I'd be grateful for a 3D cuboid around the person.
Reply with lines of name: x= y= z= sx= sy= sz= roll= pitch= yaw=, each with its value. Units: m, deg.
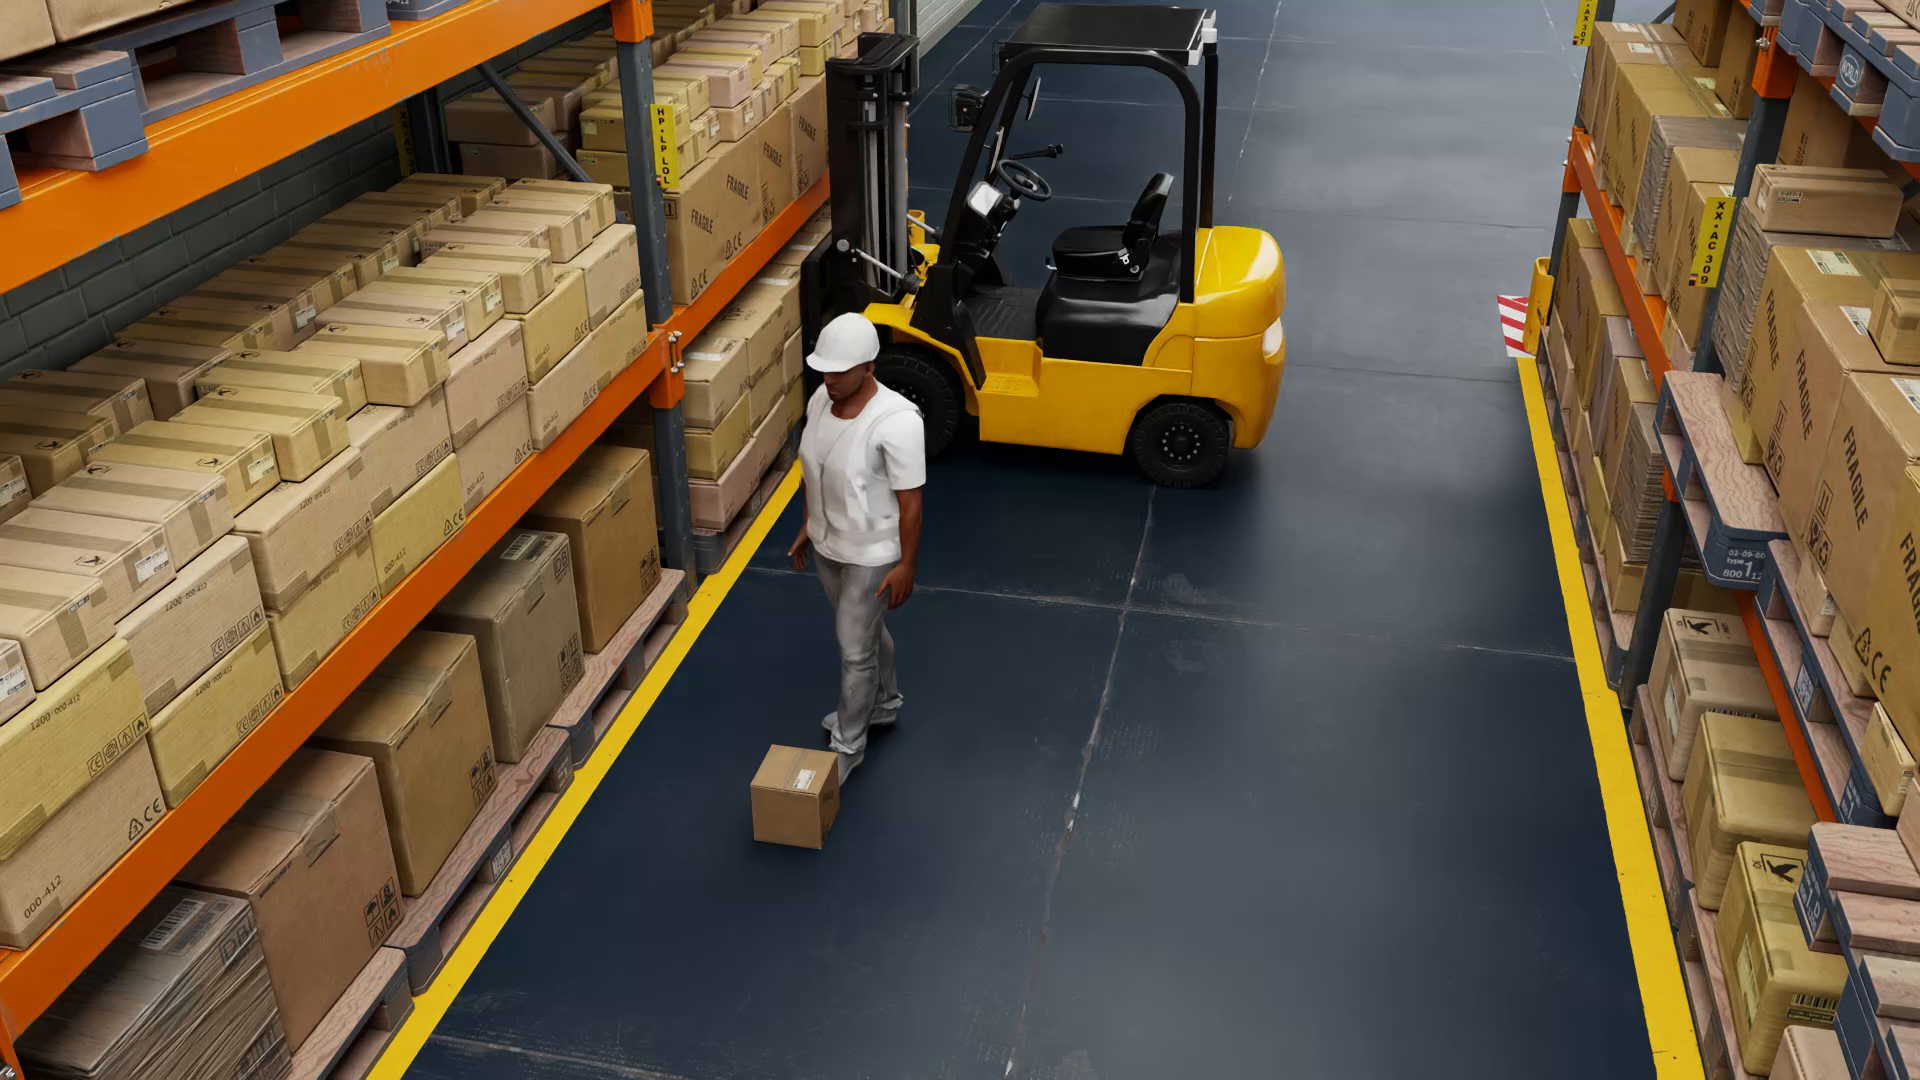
person: x=-0.428 y=0.041 z=6.023 sx=0.585 sy=1.775 sz=0.585 roll=-23 pitch=36 yaw=-36
